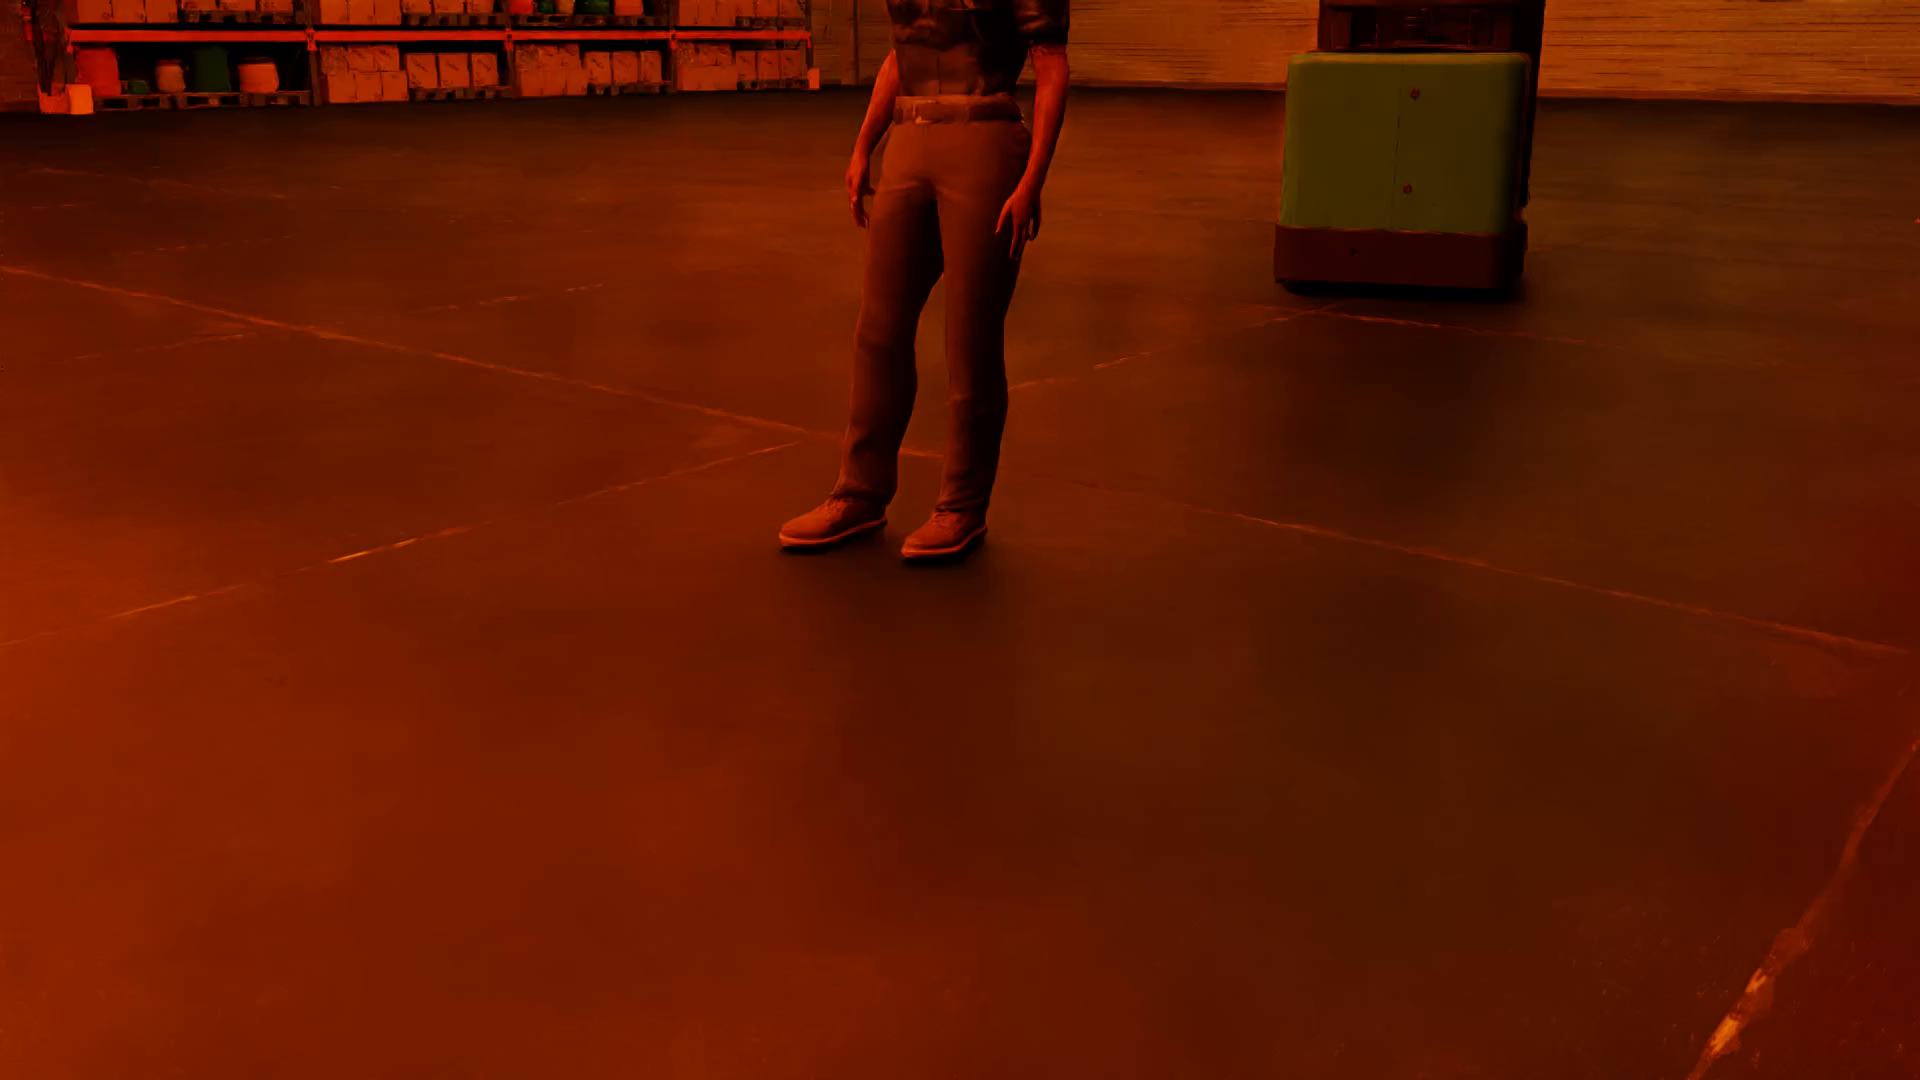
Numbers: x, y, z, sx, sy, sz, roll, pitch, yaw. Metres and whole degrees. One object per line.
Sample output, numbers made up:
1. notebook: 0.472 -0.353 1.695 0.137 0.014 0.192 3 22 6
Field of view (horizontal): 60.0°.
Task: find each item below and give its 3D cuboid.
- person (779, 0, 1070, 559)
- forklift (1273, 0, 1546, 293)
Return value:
1. person: -0.071 -0.782 3.647 0.570 1.654 0.503 13 21 37
2. forklift: 2.426 -2.901 8.451 1.130 2.935 3.031 6 18 19
